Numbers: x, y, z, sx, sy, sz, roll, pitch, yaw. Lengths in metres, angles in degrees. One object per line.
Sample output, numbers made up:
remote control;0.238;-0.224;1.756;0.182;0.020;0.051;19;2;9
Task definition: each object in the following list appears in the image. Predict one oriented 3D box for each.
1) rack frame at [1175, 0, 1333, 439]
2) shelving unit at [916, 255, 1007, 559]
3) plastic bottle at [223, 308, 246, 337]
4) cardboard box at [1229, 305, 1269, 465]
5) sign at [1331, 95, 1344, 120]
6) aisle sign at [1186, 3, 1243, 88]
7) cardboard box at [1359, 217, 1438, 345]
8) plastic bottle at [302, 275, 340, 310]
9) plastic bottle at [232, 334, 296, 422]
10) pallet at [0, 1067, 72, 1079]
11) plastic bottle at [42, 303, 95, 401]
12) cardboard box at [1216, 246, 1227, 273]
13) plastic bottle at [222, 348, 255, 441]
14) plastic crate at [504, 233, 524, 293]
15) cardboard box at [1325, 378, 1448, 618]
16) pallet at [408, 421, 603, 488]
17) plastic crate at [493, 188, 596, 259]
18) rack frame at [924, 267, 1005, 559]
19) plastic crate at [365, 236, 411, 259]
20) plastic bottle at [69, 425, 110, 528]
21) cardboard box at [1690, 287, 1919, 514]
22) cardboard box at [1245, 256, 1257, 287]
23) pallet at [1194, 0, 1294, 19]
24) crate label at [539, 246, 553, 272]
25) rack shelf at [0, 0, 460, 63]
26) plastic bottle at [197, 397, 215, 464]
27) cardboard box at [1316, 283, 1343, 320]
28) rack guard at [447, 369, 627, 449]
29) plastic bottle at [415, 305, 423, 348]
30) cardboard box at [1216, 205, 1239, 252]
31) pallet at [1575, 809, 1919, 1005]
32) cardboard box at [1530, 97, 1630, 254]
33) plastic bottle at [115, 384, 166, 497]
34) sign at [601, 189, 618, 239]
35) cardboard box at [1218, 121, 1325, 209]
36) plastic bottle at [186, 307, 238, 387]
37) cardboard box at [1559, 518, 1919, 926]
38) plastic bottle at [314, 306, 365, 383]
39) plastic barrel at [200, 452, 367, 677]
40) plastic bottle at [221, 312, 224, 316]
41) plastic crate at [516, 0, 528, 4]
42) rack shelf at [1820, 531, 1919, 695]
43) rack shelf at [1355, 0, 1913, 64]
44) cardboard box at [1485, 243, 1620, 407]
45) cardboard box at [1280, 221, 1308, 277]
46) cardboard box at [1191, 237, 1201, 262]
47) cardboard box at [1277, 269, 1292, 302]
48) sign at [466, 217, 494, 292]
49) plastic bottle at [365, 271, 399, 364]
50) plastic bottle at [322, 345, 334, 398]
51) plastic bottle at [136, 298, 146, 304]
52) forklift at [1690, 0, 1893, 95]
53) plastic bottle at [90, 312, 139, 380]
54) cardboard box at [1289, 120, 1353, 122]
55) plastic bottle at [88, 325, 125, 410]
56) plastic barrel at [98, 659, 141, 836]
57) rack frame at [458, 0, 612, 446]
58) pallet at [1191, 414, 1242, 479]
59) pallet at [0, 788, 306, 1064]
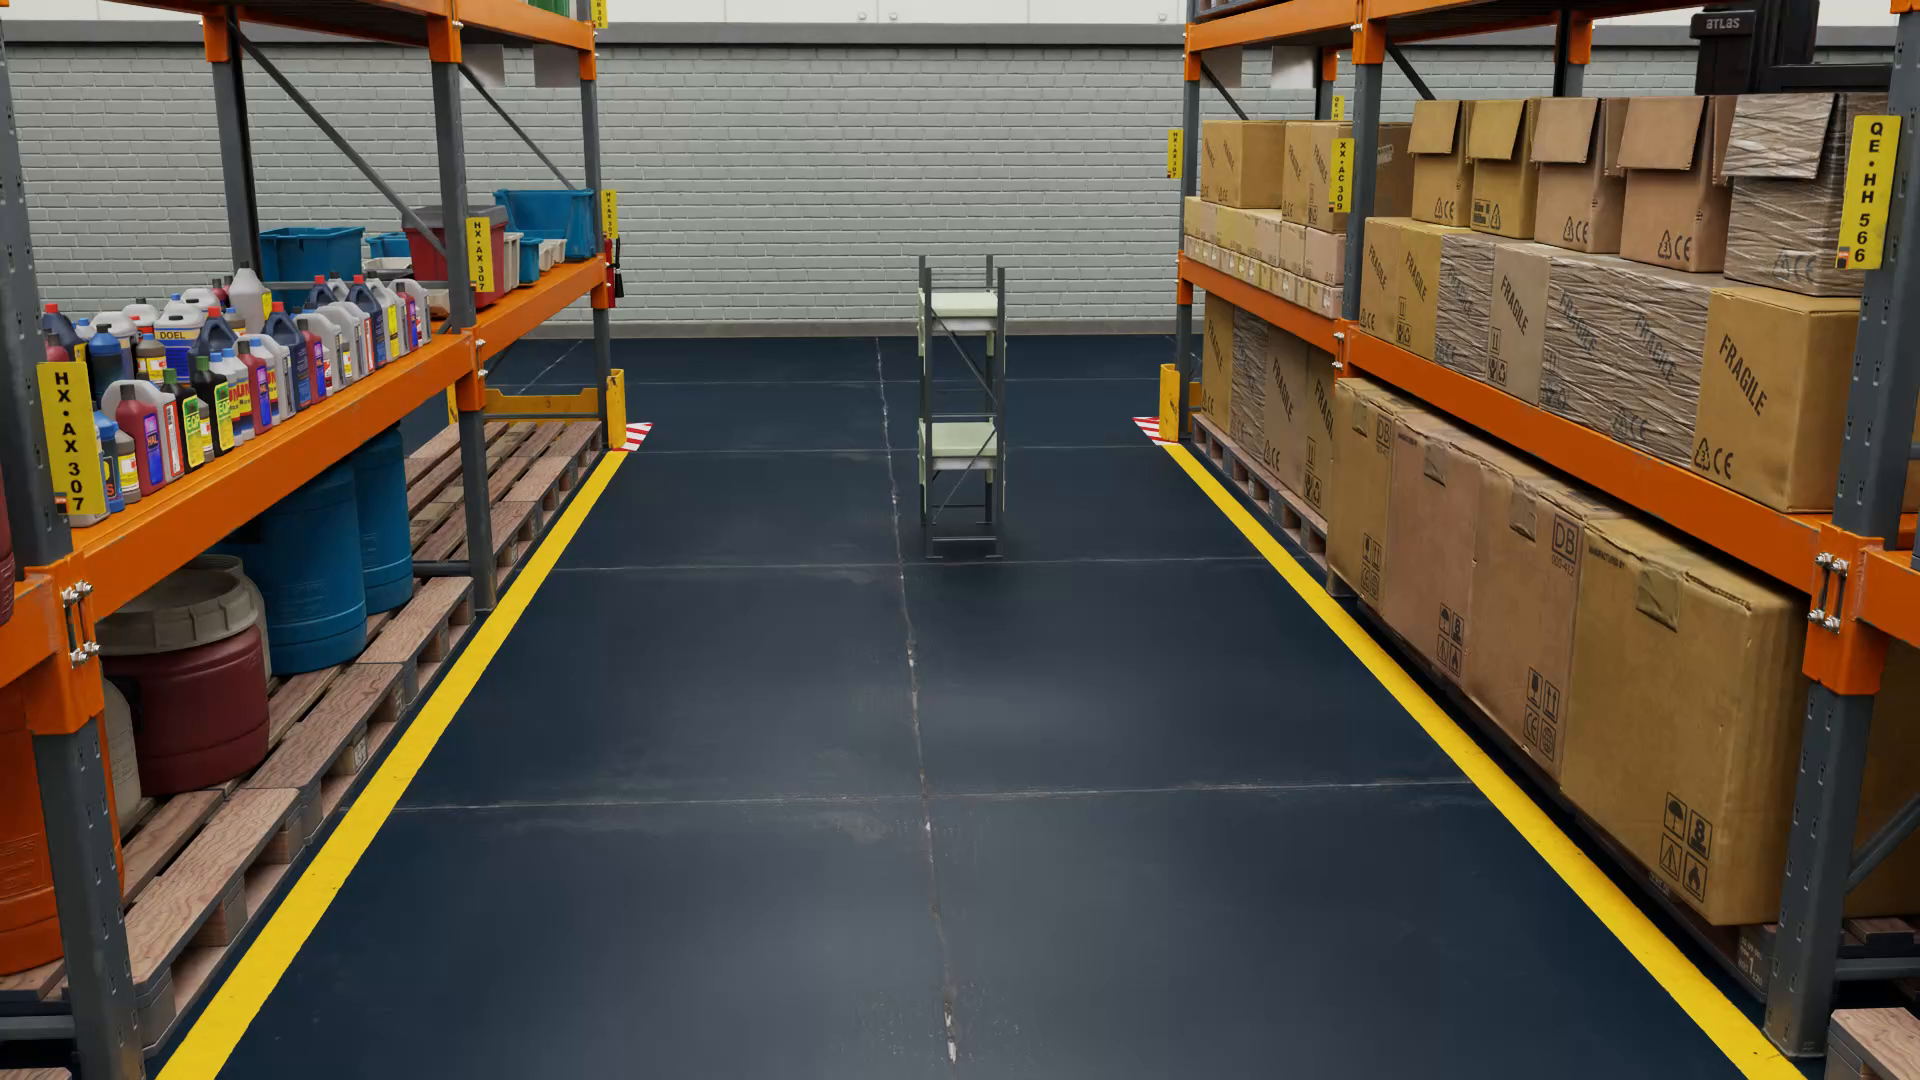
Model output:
rack frame;2.025;-2.190;11.517;1.000;3.000;0.127;-1;14;-3
shelving unit;0.000;-0.725;8.833;0.431;1.500;0.755;-1;14;-3
plastic bottle;-2.876;-0.817;6.580;0.097;0.201;0.097;0;14;0
cardboard box;2.201;-0.980;10.236;0.875;0.875;0.875;-1;14;-3
sign;2.568;-2.870;11.362;0.100;0.325;0.005;-1;14;-3
aisle sign;1.722;-3.462;11.245;0.394;0.787;0.004;-1;14;-3
cardboard box;2.052;-1.125;7.179;0.500;0.500;0.500;-1;14;-3
plastic bottle;-2.419;-0.823;6.303;0.144;0.351;0.185;-1;14;-3
plastic bottle;-2.212;-0.521;5.281;0.152;0.276;0.135;-1;14;-3
pallet;-2.413;1.420;3.083;1.003;0.211;1.213;-1;14;-3
plastic bottle;-2.932;-0.597;5.427;0.144;0.351;0.185;-1;14;-3
cardboard box;1.784;-1.719;10.192;0.380;0.149;0.250;-1;14;-5
plastic bottle;-2.164;-0.433;4.948;0.097;0.271;0.097;0;14;0
plastic crate;-2.581;-1.473;8.848;0.437;0.282;0.530;-1;14;-3
cardboard box;2.333;-0.210;7.246;1.225;0.875;0.875;-1;14;-3
pallet;-2.906;-0.557;10.768;1.003;0.211;1.213;-1;14;-3
plastic crate;-2.711;-2.079;10.896;0.616;0.435;0.499;-1;14;-3
rack frame;0.023;-0.634;8.479;0.400;1.500;0.023;-1;14;-3
plastic crate;-3.131;-1.593;9.412;0.416;0.233;0.300;-1;14;-3
plastic bottle;-2.127;-0.176;3.940;0.152;0.276;0.135;-1;14;-3
cardboard box;2.243;-0.367;4.234;0.500;0.500;0.500;0;14;-2
cardboard box;1.833;-1.527;9.445;0.380;0.149;0.250;-1;14;-3
pallet;2.082;-3.415;10.438;1.003;0.211;1.213;-1;14;-3
crate label;-2.642;-1.673;9.919;0.396;0.136;0.243;-1;14;-3
rack shelf;-2.546;-1.725;5.136;1.077;0.370;4.000;-1;14;-3
plastic bottle;-2.143;-0.318;4.639;0.097;0.201;0.097;0;14;0
cardboard box;1.927;-1.144;7.957;0.380;0.149;0.250;-1;14;-3
rack guard;-2.932;-0.908;11.554;1.175;0.500;0.348;-1;14;-3
plastic bottle;-2.289;-0.901;6.906;0.097;0.201;0.097;0;14;0
cardboard box;1.852;-1.883;10.031;0.500;0.250;0.500;-1;14;-5
pallet;2.547;0.953;4.898;1.003;0.211;1.213;-1;14;-3
cardboard box;2.406;-1.245;5.632;0.797;0.503;0.637;0;14;-2
plastic bottle;-2.101;-0.262;4.260;0.061;0.283;0.133;-1;14;-3
sign;-2.370;-2.205;11.248;0.100;0.325;0.005;-1;14;-3
cardboard box;1.855;-2.248;9.941;0.500;0.500;0.500;-1;14;-5
plastic bottle;-2.362;-0.561;5.287;0.144;0.351;0.185;-1;14;-3
cardboard box;2.499;0.454;4.665;1.225;0.875;0.875;-2;15;-6
plastic bottle;-2.261;-0.716;6.037;0.152;0.276;0.135;-1;14;-3
plastic barrel;-2.610;0.006;6.351;0.600;0.901;0.708;-1;14;-3
plastic bottle;-3.040;-0.863;6.759;0.097;0.201;0.097;0;14;0
plastic crate;-2.542;-2.928;8.897;0.437;0.136;0.530;-1;14;-3
rack shelf;2.645;0.646;1.941;1.077;0.370;4.000;-1;14;-3
rack shelf;2.397;-1.802;5.433;1.077;0.370;4.000;-1;14;-3
cardboard box;2.152;-0.747;5.710;0.500;0.500;0.500;-1;14;-2
cardboard box;1.949;-1.501;8.543;0.500;0.250;0.500;0;14;-2
cardboard box;1.735;-1.911;10.938;0.380;0.149;0.250;-1;14;-4
cardboard box;1.880;-1.336;8.703;0.380;0.149;0.250;-1;14;-2
sign;-2.121;-1.260;7.350;0.100;0.325;0.005;-1;14;-3
plastic bottle;-2.287;-0.871;6.491;0.144;0.351;0.185;-1;14;-3
plastic bottle;-2.212;-0.593;5.711;0.097;0.201;0.097;0;14;0
plastic bottle;-3.018;-0.743;6.130;0.061;0.283;0.133;-1;14;-3
forklift;4.980;-1.641;9.523;3.031;2.935;1.130;13;19;42
plastic bottle;-2.950;-0.649;5.779;0.152;0.276;0.135;-1;14;-3
cardboard box;2.318;-2.507;10.950;0.500;0.500;0.500;-1;14;-3
plastic bottle;-2.814;-0.572;5.487;0.097;0.271;0.097;0;14;0
plastic barrel;-2.594;0.617;4.757;0.421;0.512;0.421;0;14;0
rack frame;-2.918;-2.113;11.220;1.000;3.000;0.127;-1;14;-3
pallet;2.153;-0.642;11.096;1.003;0.211;1.213;-1;14;-3
pallet;-2.513;1.031;4.594;1.003;0.211;1.213;-1;14;-3
